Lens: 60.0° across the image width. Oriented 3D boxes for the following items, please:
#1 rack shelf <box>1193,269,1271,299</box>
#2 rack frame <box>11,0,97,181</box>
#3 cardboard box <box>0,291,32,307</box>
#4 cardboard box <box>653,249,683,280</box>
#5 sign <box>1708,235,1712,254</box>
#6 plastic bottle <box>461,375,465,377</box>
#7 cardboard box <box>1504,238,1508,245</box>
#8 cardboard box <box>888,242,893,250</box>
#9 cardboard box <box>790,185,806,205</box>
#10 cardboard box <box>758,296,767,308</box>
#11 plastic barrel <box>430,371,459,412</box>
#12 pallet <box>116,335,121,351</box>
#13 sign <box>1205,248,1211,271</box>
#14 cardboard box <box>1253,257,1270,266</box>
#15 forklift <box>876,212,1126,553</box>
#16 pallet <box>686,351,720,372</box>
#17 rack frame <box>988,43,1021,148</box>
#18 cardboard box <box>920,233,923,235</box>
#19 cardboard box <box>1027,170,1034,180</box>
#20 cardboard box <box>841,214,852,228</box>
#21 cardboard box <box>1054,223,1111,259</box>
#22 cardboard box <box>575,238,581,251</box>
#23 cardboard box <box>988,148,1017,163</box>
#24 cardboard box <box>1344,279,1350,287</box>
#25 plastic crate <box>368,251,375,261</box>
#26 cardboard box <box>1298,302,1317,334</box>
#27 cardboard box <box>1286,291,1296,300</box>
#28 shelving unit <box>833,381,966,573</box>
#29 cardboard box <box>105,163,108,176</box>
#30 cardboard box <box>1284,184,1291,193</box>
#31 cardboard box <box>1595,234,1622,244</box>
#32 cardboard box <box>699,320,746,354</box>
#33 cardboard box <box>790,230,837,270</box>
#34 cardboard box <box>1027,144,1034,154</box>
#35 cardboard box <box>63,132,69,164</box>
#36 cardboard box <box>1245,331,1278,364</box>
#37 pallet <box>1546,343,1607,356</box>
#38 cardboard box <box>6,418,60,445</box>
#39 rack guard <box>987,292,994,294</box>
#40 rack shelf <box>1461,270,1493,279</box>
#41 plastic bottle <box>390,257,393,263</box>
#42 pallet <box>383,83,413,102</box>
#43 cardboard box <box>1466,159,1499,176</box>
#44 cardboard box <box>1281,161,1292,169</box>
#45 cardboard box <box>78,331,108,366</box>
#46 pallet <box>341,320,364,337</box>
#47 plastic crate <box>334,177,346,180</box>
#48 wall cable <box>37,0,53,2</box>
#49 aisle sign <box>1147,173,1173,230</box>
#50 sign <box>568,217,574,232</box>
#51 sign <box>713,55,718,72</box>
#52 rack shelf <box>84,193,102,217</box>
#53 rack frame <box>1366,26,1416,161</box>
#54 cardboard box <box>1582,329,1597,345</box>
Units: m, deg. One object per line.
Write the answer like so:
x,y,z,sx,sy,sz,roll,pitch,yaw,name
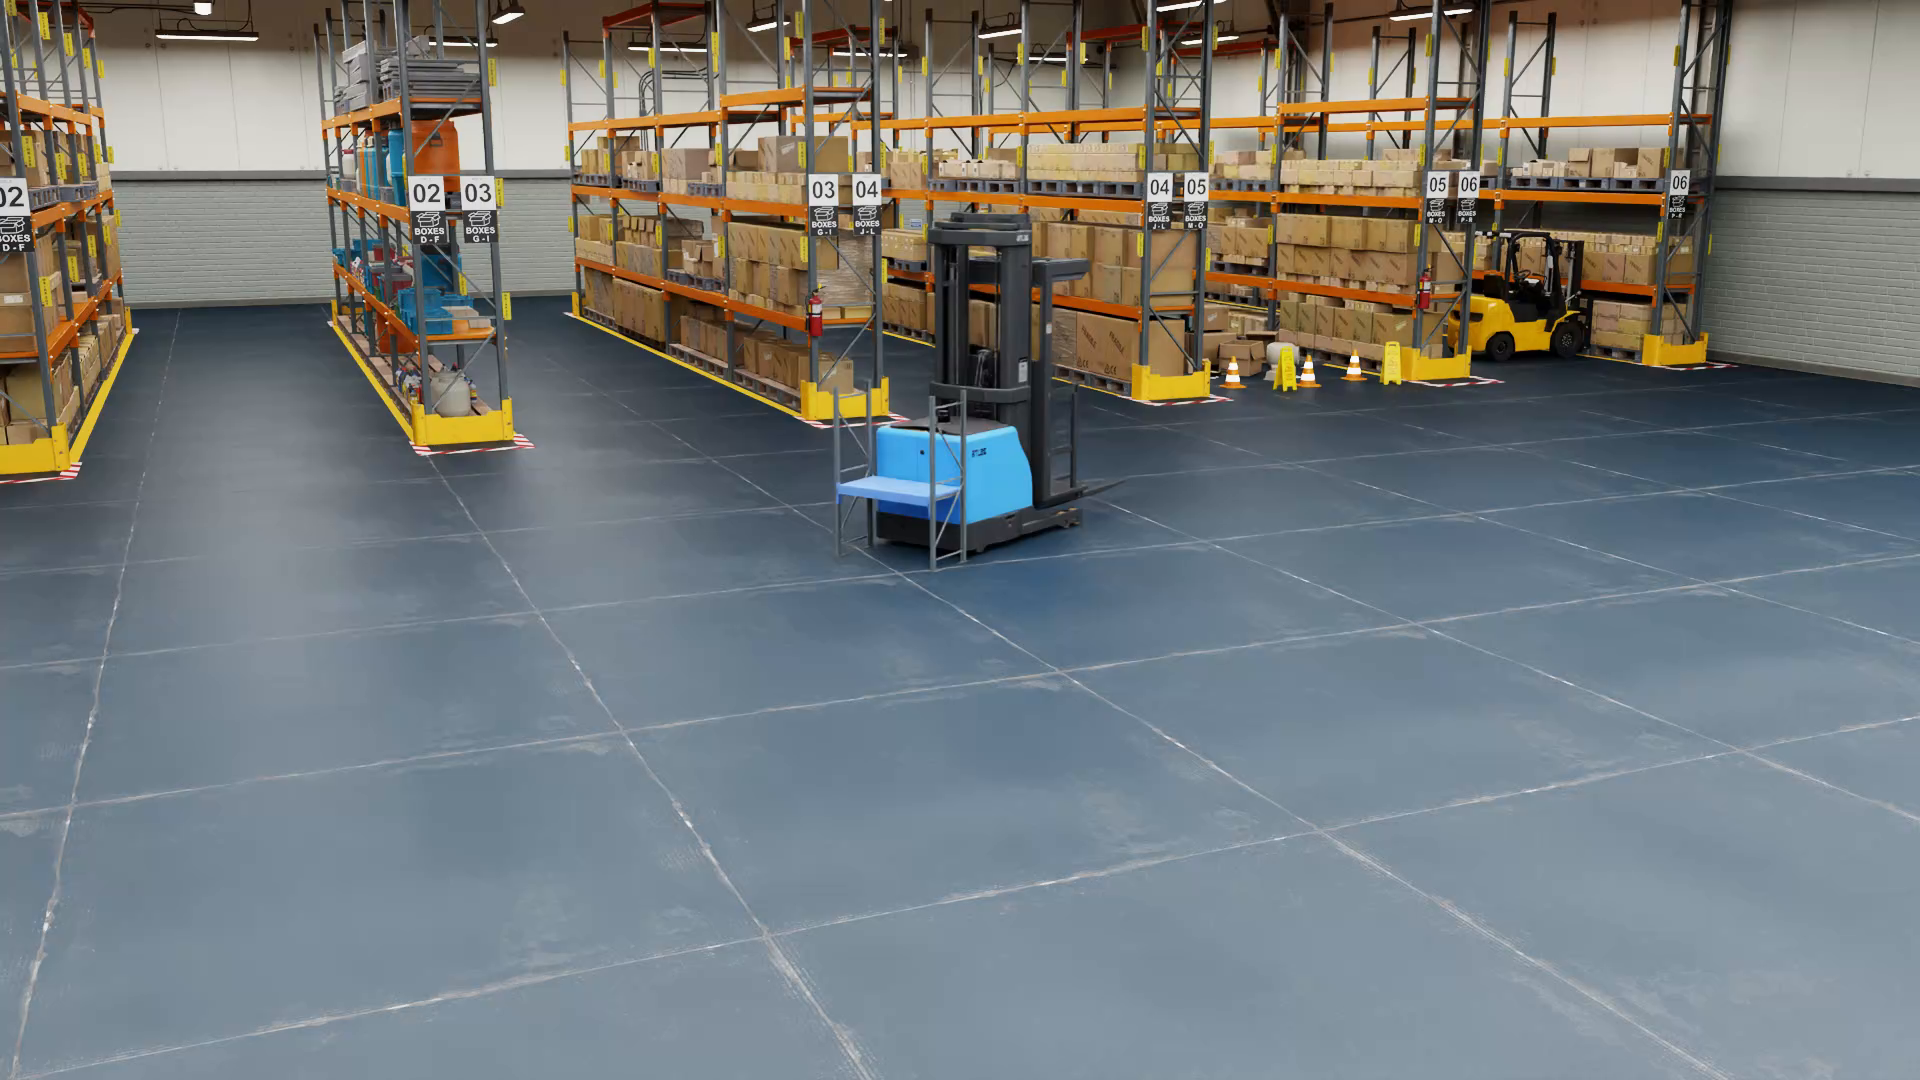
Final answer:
5.156,-4.910,31.409,1.077,0.370,4.000,-6,14,-23,rack shelf
-15.406,-7.634,28.277,1.000,3.000,0.127,-6,14,-23,rack frame
-10.559,-2.697,18.591,0.380,0.149,0.250,-6,14,-23,cardboard box
-5.150,-4.907,29.578,0.500,0.500,0.500,-5,14,-21,cardboard box
12.617,-4.979,28.017,0.100,0.325,0.005,-6,14,-23,sign
-6.872,-2.145,22.931,0.152,0.276,0.135,-5,14,-22,plastic bottle
10.390,-5.572,31.011,0.380,0.149,0.250,-6,14,-24,cardboard box
-1.169,-5.707,32.220,0.380,0.149,0.250,-6,14,-23,cardboard box
-1.947,-4.591,22.114,0.500,0.250,0.500,-5,14,-22,cardboard box
-2.700,-3.450,24.060,0.380,0.149,0.250,-6,14,-23,cardboard box
-6.594,-1.904,21.410,0.421,0.512,0.421,0,13,0,plastic barrel
-15.681,-3.495,29.881,1.003,0.211,1.213,-6,14,-23,pallet
3.575,-4.062,24.054,0.100,0.325,0.005,-6,14,-23,sign
5.498,-5.011,29.875,0.380,0.149,0.250,-5,14,-22,cardboard box
0.520,-1.593,15.632,1.130,2.935,3.031,9,16,35,forklift
-3.929,-3.007,27.774,1.003,0.211,1.213,-6,14,-23,pallet
1.150,-10.249,39.578,1.000,3.000,0.127,-6,14,-23,rack frame
-0.568,-5.908,32.430,0.380,0.149,0.250,-5,14,-20,cardboard box
1.296,-5.866,26.694,0.380,0.149,0.250,-6,14,-24,cardboard box
-2.179,-6.786,34.818,0.500,0.500,0.500,-6,14,-25,cardboard box
1.995,-4.672,26.058,0.875,0.550,0.550,-6,14,-23,cardboard box
-7.985,-6.380,35.836,0.500,0.250,0.500,-6,14,-24,cardboard box
0.812,-6.635,29.240,0.500,0.500,0.500,-6,14,-23,cardboard box
6.619,-4.274,27.623,0.380,0.149,0.250,-6,14,-23,cardboard box
-11.309,-5.462,32.325,0.437,0.282,0.530,-6,14,-23,plastic crate
6.171,-3.822,28.615,0.500,0.500,0.500,-5,14,-21,cardboard box
7.705,-5.603,37.420,0.500,0.500,0.500,-6,14,-25,cardboard box
-0.518,-0.562,14.353,1.048,1.500,0.538,9,16,34,shelving unit
-16.369,-6.983,31.341,0.500,0.250,0.500,-6,14,-23,cardboard box
5.856,-6.099,28.855,0.380,0.149,0.250,-6,14,-24,cardboard box
11.275,-5.237,28.903,0.380,0.149,0.250,-5,14,-22,cardboard box
-3.972,-3.409,27.894,0.700,0.500,0.500,-4,14,-18,cardboard box
-1.968,-3.898,22.341,0.500,0.500,0.500,-6,14,-23,cardboard box
1.296,-6.254,26.604,0.380,0.149,0.250,-5,14,-22,cardboard box
-14.382,-6.183,26.223,0.500,0.500,0.500,-6,14,-23,cardboard box
5.139,-3.287,28.336,0.500,0.500,0.500,4,14,16,cardboard box
11.276,-3.518,29.980,1.003,0.211,1.213,-6,14,-23,pallet
-10.610,-1.228,19.070,0.500,0.250,0.500,-6,14,-23,cardboard box
1.140,-6.114,40.558,1.175,0.500,0.348,-6,14,-23,rack guard
9.702,-5.359,33.349,1.077,0.370,4.000,-6,14,-23,rack shelf
-10.256,-4.922,29.975,0.144,0.351,0.185,-6,14,-23,plastic bottle
-6.813,-5.721,21.316,1.003,0.211,1.213,-6,14,-23,pallet
9.990,-7.095,31.647,0.500,0.311,0.500,-6,14,-25,cardboard box
5.784,-6.480,28.734,0.380,0.149,0.250,-6,14,-24,cardboard box
-13.724,-3.001,26.133,0.500,0.500,0.500,-5,14,-21,cardboard box
-11.689,-4.200,32.930,1.003,0.211,1.213,-6,14,-23,pallet
-11.523,-6.697,31.252,0.416,0.233,0.300,-6,14,-23,plastic crate
-21.005,-10.405,35.936,3.097,2.526,0.112,-6,14,-23,wall cable
2.818,-4.778,23.476,0.394,0.787,0.004,-6,14,-23,aisle sign
-8.441,-6.843,36.069,0.100,0.325,0.005,-6,14,-23,sign
-4.232,-8.246,28.675,0.100,0.325,0.005,-6,14,-23,sign
-14.605,-5.409,26.911,1.077,0.370,4.000,-6,14,-23,rack shelf
8.901,-9.046,34.377,1.000,3.000,0.127,-6,14,-23,rack frame
11.245,-3.612,29.369,0.500,0.250,0.500,-5,14,-22,cardboard box
